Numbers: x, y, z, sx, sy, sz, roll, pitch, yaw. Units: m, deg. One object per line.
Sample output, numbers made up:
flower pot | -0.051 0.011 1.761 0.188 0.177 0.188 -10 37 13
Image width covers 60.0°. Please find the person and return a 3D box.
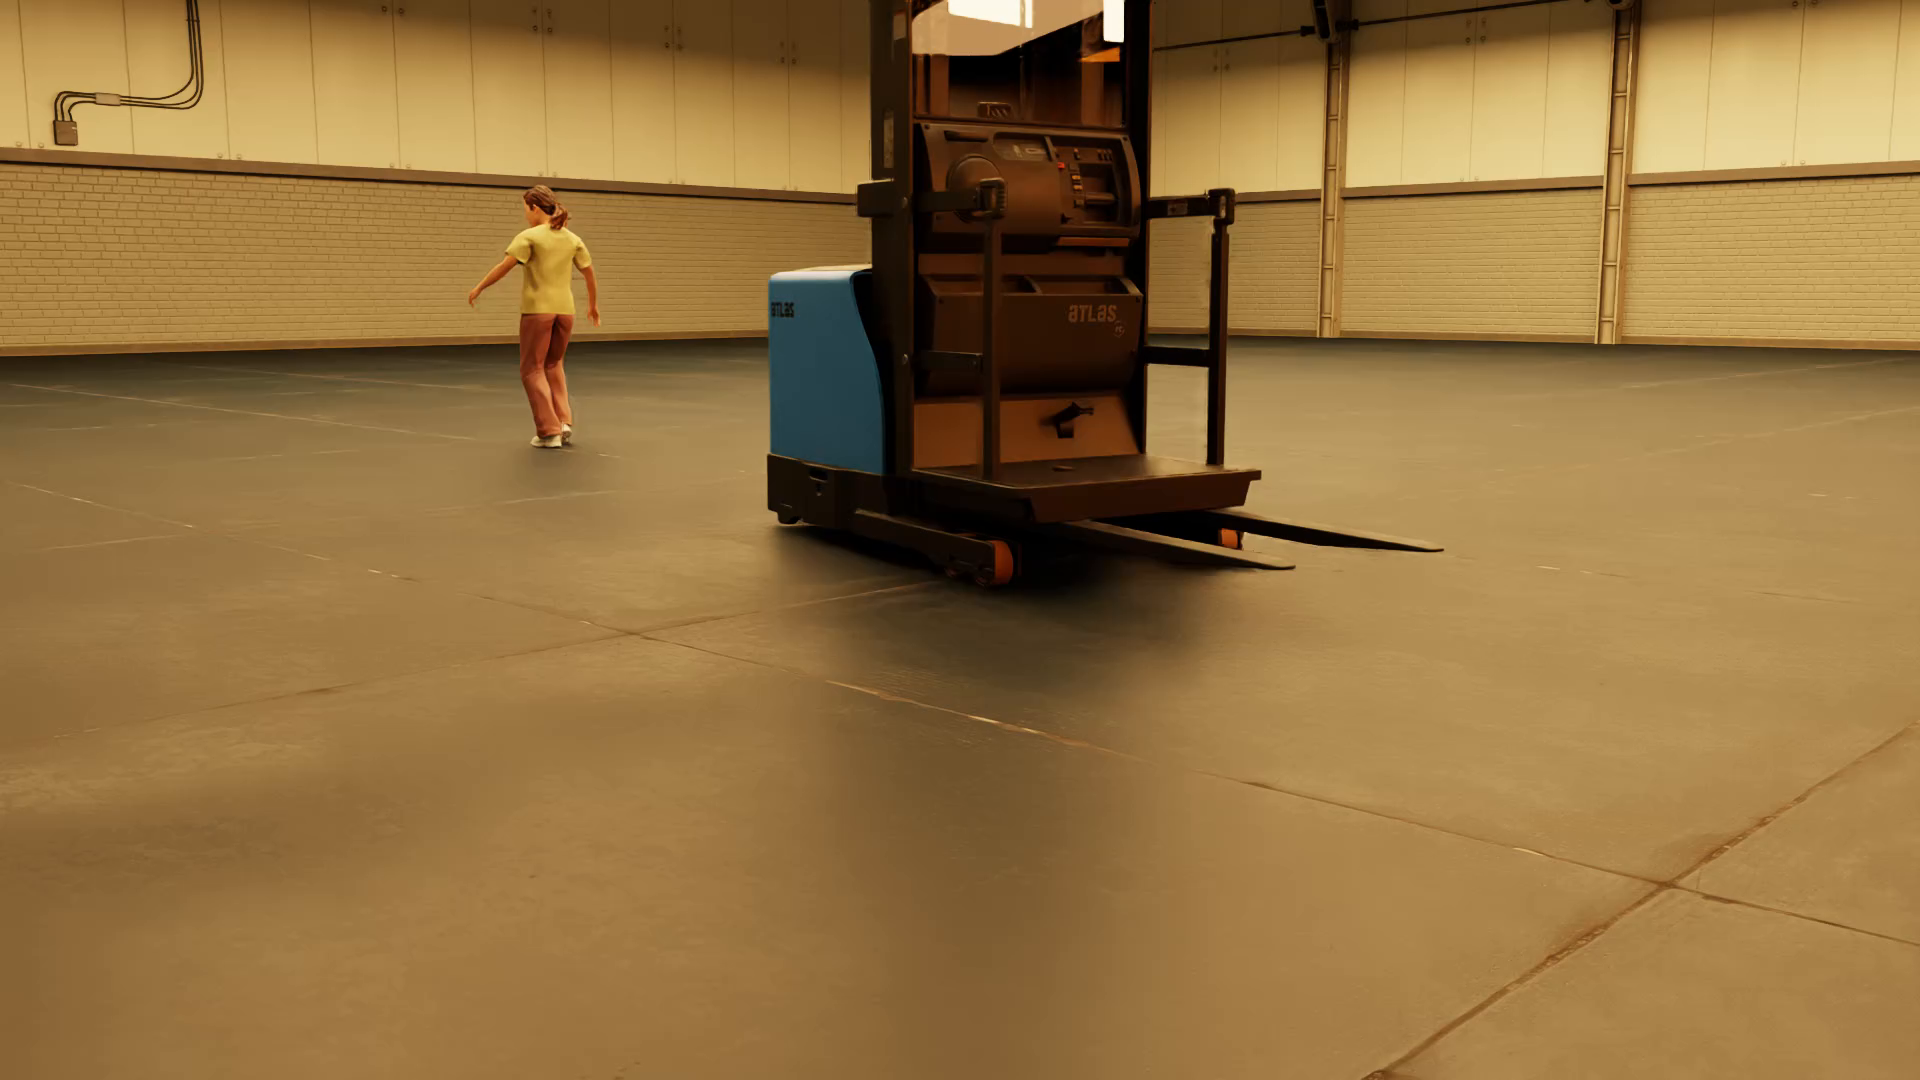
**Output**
person | -2.670 -1.405 10.648 0.847 1.698 0.496 -7 11 -41

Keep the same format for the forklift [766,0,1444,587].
forklift | 0.384 -1.367 5.951 1.130 2.935 3.031 -5 10 -32
